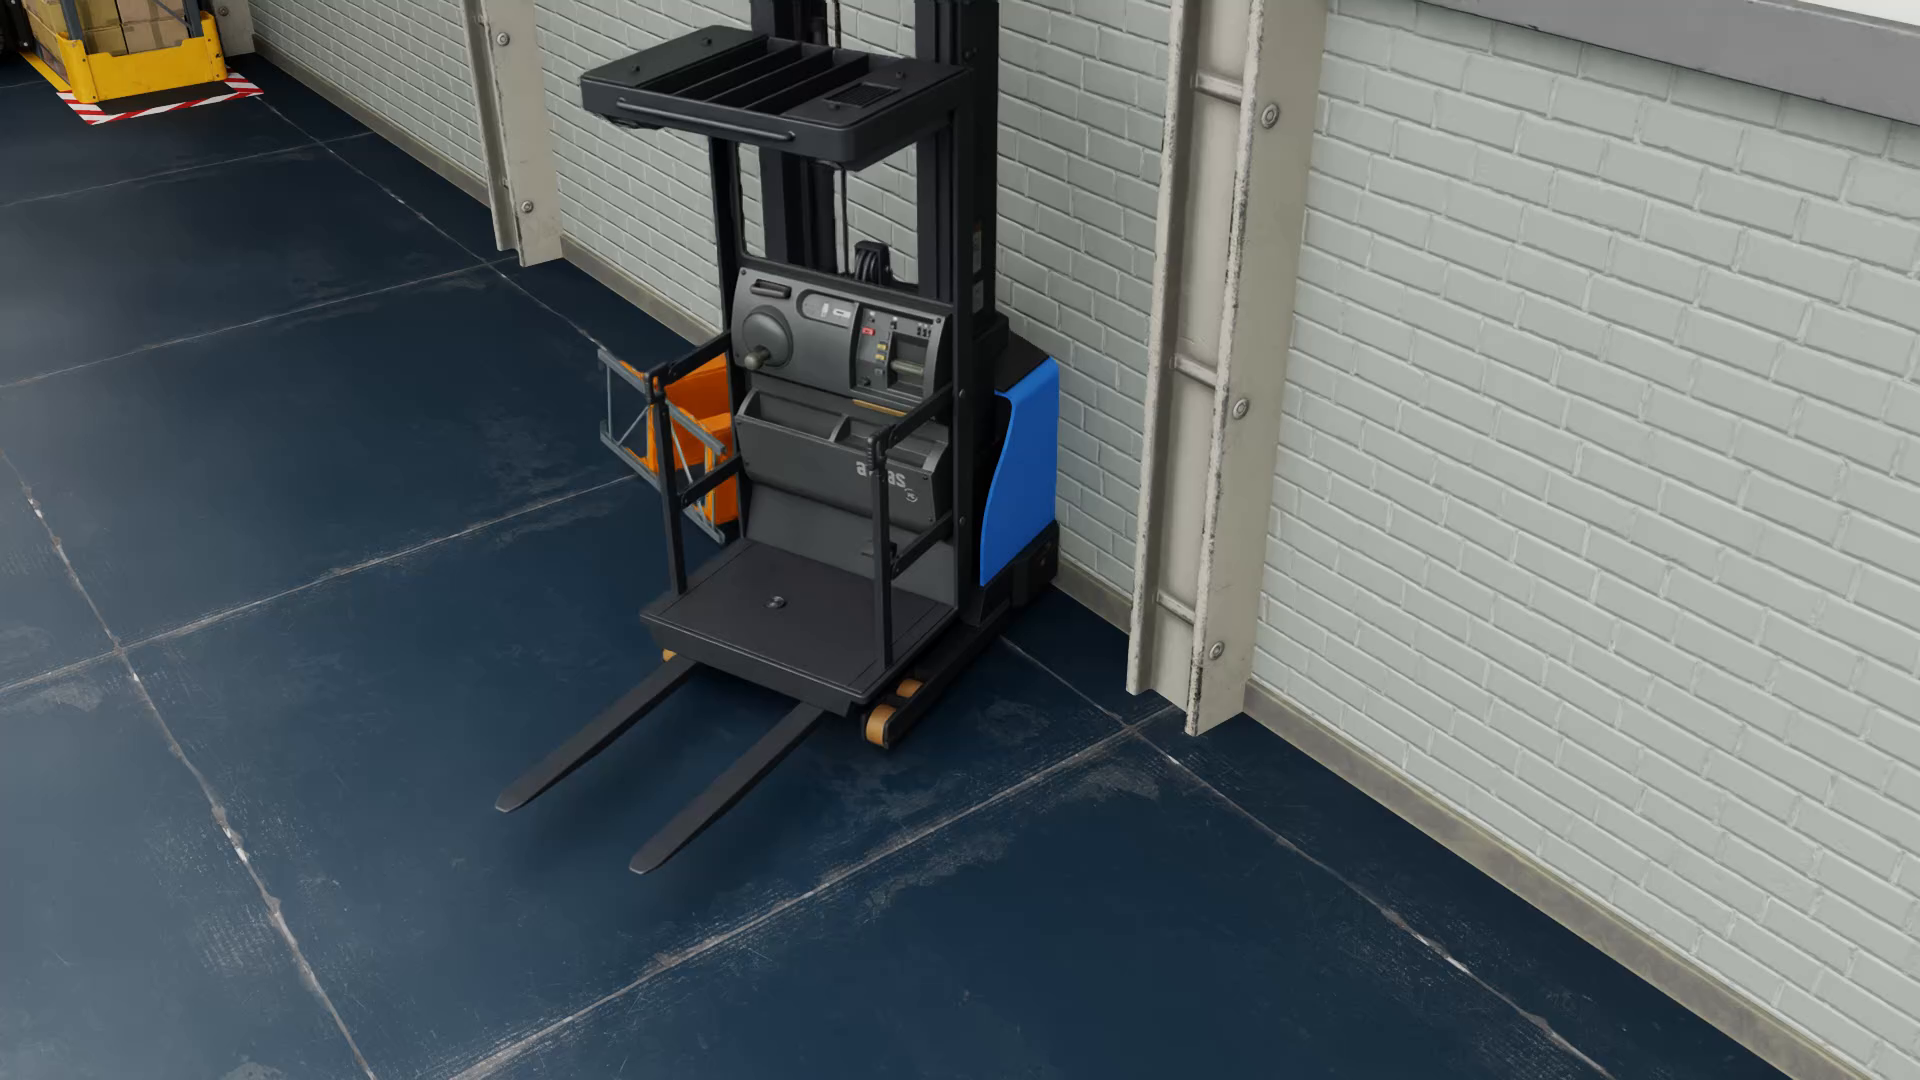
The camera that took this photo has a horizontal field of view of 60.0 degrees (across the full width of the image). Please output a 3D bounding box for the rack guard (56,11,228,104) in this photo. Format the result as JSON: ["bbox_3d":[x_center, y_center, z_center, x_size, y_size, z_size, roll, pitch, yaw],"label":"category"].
[{"bbox_3d":[-6.714,-3.982,13.688,1.175,0.500,0.348,-22,38,-31],"label":"rack guard"}]

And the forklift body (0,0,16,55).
[{"bbox_3d":[-9.333,-4.893,13.590,2.313,2.155,1.214,-22,38,-31],"label":"forklift body"}]

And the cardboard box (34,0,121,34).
[{"bbox_3d":[-7.274,-4.378,13.691,0.500,0.250,0.500,-23,38,-32],"label":"cardboard box"}]

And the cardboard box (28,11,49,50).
[{"bbox_3d":[-7.564,-4.368,14.148,0.500,0.250,0.500,-22,38,-31],"label":"cardboard box"}]

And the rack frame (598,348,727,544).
[{"bbox_3d":[-1.407,-0.453,7.791,0.032,0.500,1.125,-19,39,-34],"label":"rack frame"}]

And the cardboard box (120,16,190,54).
[{"bbox_3d":[-6.876,-4.332,14.090,0.500,0.250,0.500,-22,38,-31],"label":"cardboard box"}]

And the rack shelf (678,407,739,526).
[{"bbox_3d":[-0.829,-0.456,7.890,1.000,0.538,0.278,-19,39,-34],"label":"rack shelf"}]

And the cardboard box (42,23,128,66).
[{"bbox_3d":[-7.267,-4.158,13.810,0.500,0.250,0.500,-22,38,-31],"label":"cardboard box"}]

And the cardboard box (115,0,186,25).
[{"bbox_3d":[-6.853,-4.540,13.951,0.500,0.250,0.500,-21,38,-31],"label":"cardboard box"}]

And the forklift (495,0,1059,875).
[{"bbox_3d":[-0.575,-0.719,6.130,1.130,2.935,3.031,17,36,26],"label":"forklift"}]

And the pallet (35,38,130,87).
[{"bbox_3d":[-7.231,-4.175,14.271,1.003,0.211,1.213,-22,38,-31],"label":"pallet"}]

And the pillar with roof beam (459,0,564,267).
[{"bbox_3d":[-6.165,-4.291,6.129,9.100,9.000,0.400,-22,38,-31],"label":"pillar with roof beam"}]

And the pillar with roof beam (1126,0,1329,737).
[{"bbox_3d":[-2.486,-1.790,2.103,9.100,9.000,0.400,-22,38,-31],"label":"pillar with roof beam"}]

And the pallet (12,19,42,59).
[{"bbox_3d":[-7.975,-4.683,15.089,1.003,0.211,1.213,-22,38,-31],"label":"pallet"}]

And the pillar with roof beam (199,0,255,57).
[{"bbox_3d":[-9.845,-6.791,10.156,9.100,9.000,0.400,-22,38,-31],"label":"pillar with roof beam"}]

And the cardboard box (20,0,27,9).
[{"bbox_3d":[-7.907,-4.799,14.368,0.500,0.250,0.500,-23,39,-32],"label":"cardboard box"}]

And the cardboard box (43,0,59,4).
[{"bbox_3d":[-7.258,-4.580,13.542,0.500,0.250,0.500,-21,37,-30],"label":"cardboard box"}]

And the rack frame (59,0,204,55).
[{"bbox_3d":[-6.729,-5.054,13.044,1.000,3.000,0.127,-22,38,-31],"label":"rack frame"}]

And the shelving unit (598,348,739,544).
[{"bbox_3d":[-1.010,-0.590,8.077,1.048,0.538,1.125,-19,39,-34],"label":"shelving unit"}]

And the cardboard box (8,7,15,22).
[{"bbox_3d":[-8.200,-4.789,14.826,0.500,0.250,0.500,-21,38,-30],"label":"cardboard box"}]

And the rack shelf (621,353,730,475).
[{"bbox_3d":[-1.161,-0.702,8.233,1.000,0.538,0.278,-19,39,-34],"label":"rack shelf"}]

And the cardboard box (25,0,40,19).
[{"bbox_3d":[-7.573,-4.591,14.033,0.500,0.250,0.500,-23,38,-32],"label":"cardboard box"}]

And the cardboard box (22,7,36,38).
[{"bbox_3d":[-7.864,-4.580,14.489,0.500,0.250,0.500,-22,38,-31],"label":"cardboard box"}]
